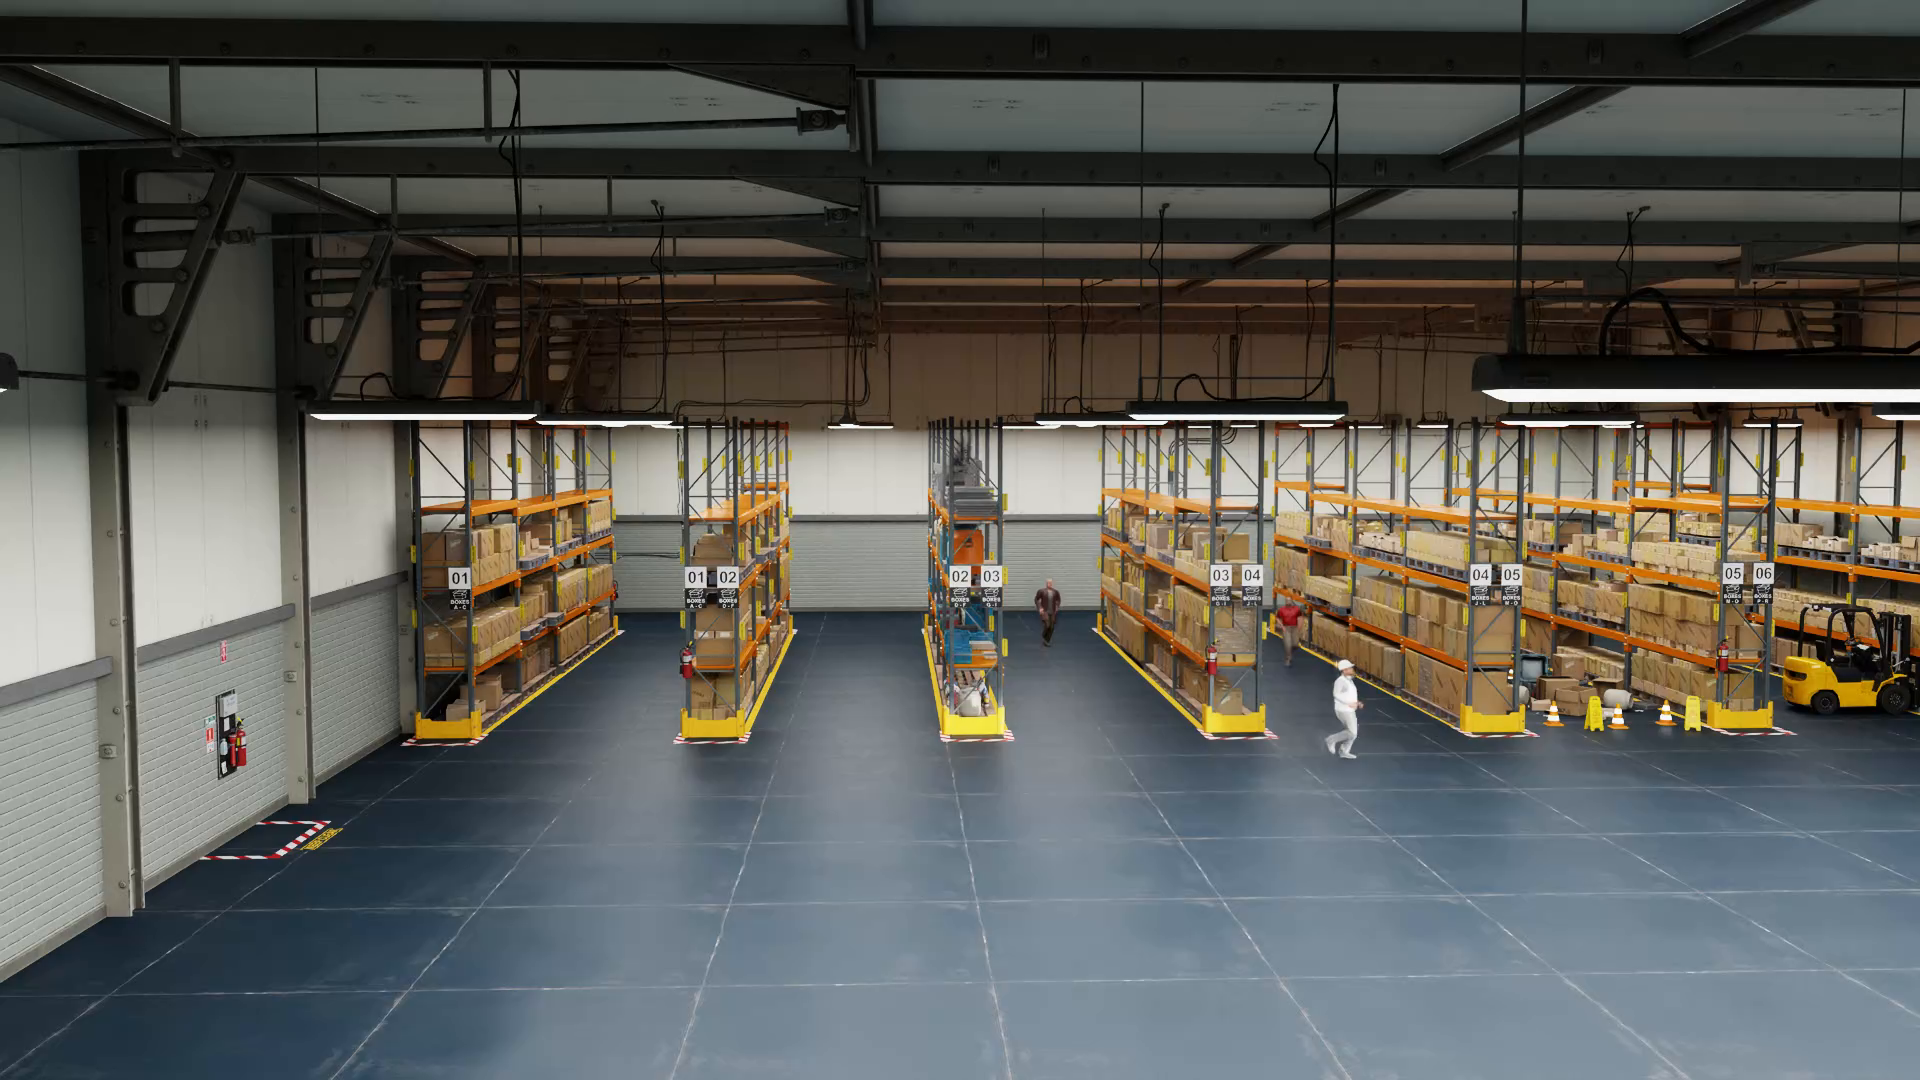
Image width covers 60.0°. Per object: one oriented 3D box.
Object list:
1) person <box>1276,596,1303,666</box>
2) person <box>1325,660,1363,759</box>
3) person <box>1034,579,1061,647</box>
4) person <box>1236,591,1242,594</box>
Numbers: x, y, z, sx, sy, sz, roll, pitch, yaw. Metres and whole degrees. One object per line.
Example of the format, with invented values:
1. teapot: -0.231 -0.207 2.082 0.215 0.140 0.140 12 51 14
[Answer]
1. person: 8.082 2.229 40.764 0.667 1.693 0.545 0 4 2
2. person: 6.723 2.958 29.108 0.580 1.727 0.647 2 4 28
3. person: 2.246 1.840 41.819 0.650 1.724 0.616 -1 4 -17
4. person: 7.714 1.839 47.129 0.676 1.629 0.487 1 4 21
